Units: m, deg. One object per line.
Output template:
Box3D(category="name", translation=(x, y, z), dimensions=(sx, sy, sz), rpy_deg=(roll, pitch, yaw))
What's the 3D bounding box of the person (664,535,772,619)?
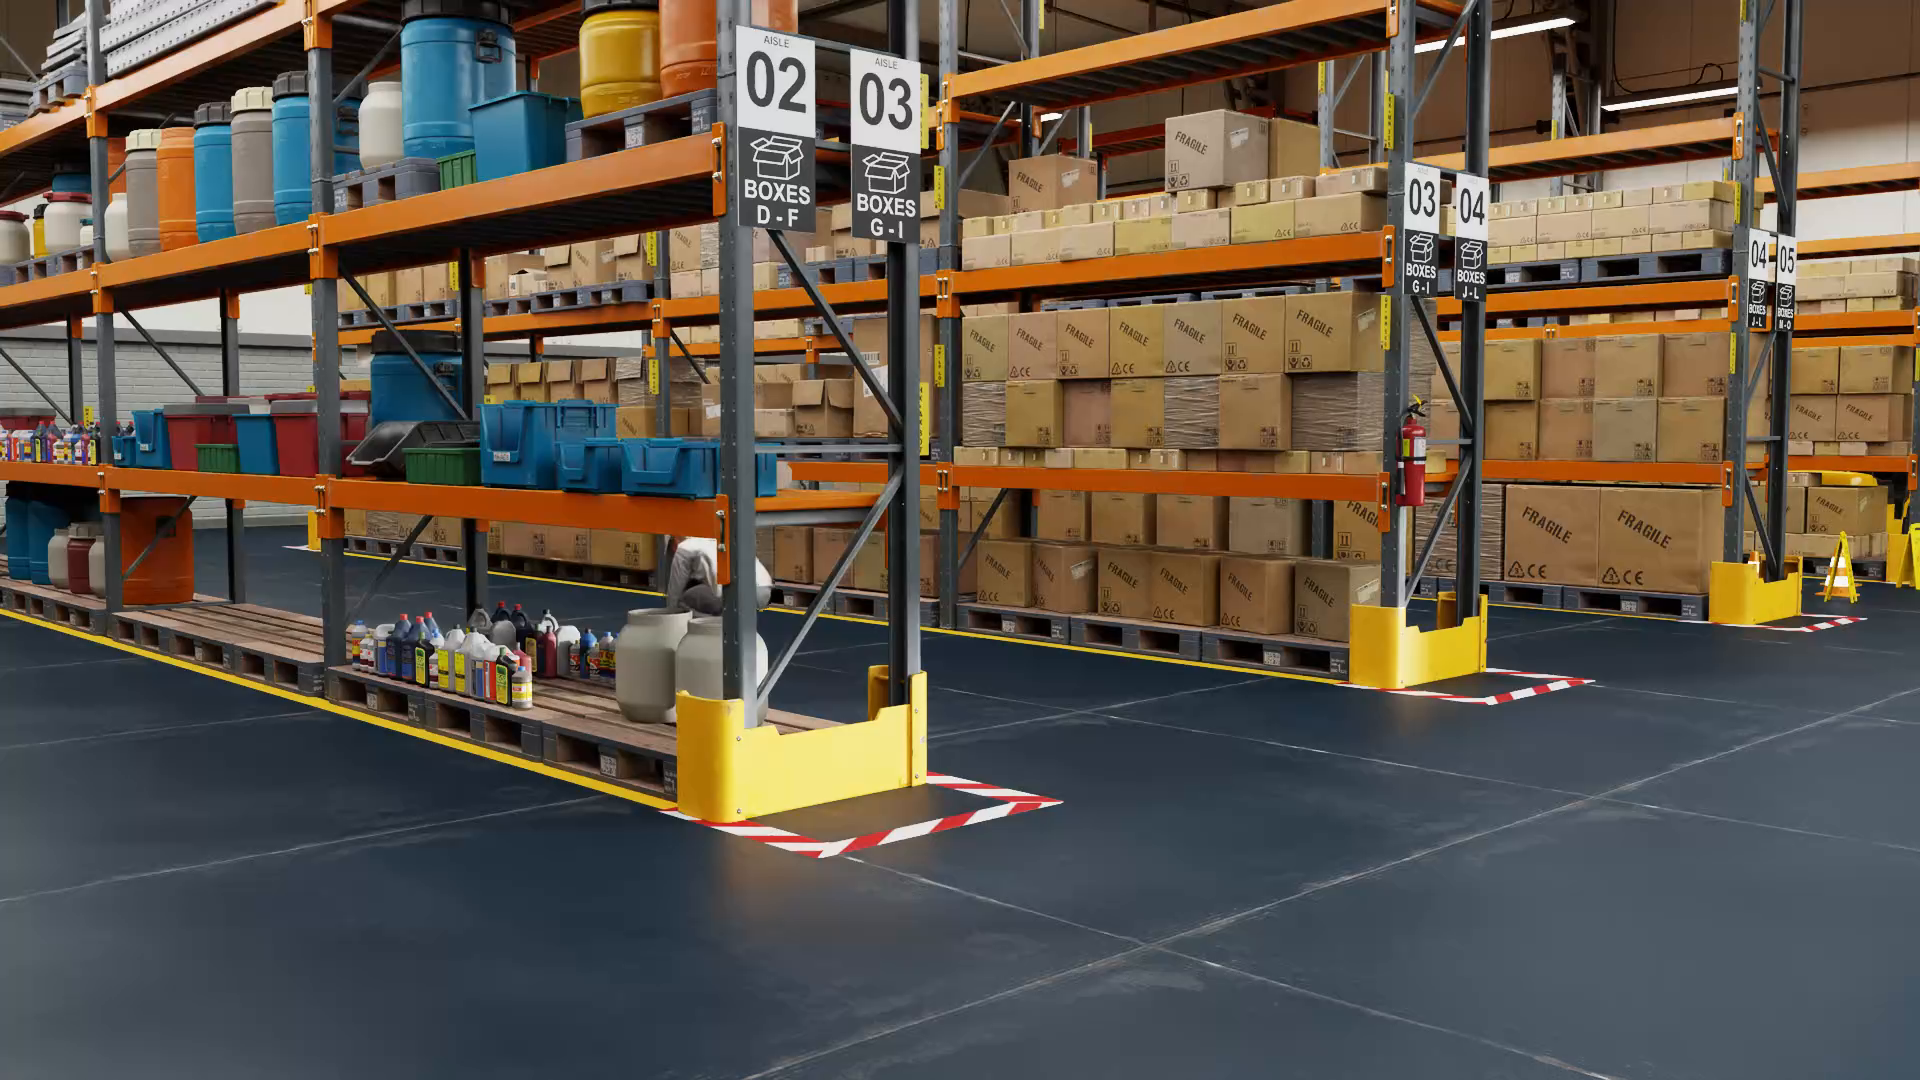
Box3D(category="person", translation=(-1.745, 0.344, 11.778), dimensions=(0.535, 0.930, 0.912), rpy_deg=(-4, 5, -44))
